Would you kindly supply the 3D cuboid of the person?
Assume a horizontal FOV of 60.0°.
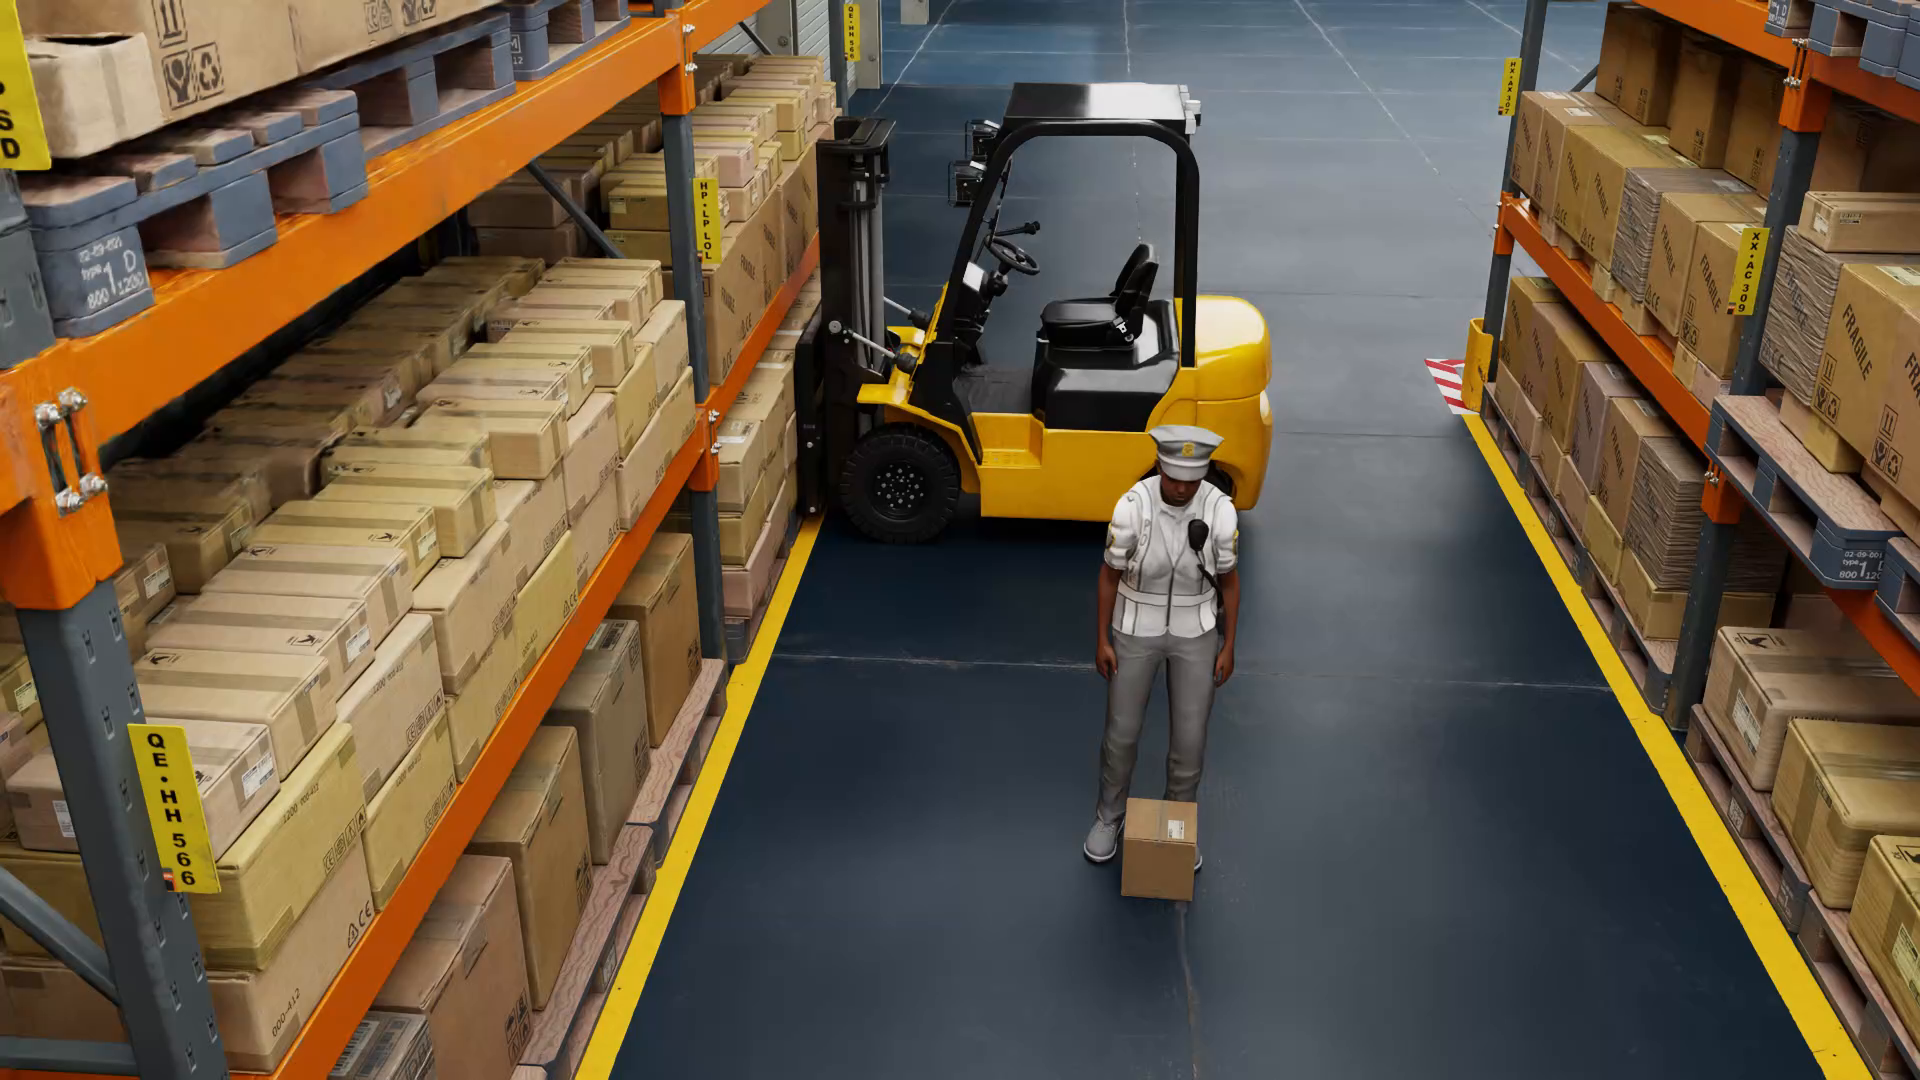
[{"bbox_3d":[0.713,0.364,5.814,0.507,1.660,0.415,2,25,4],"label":"person"}]
